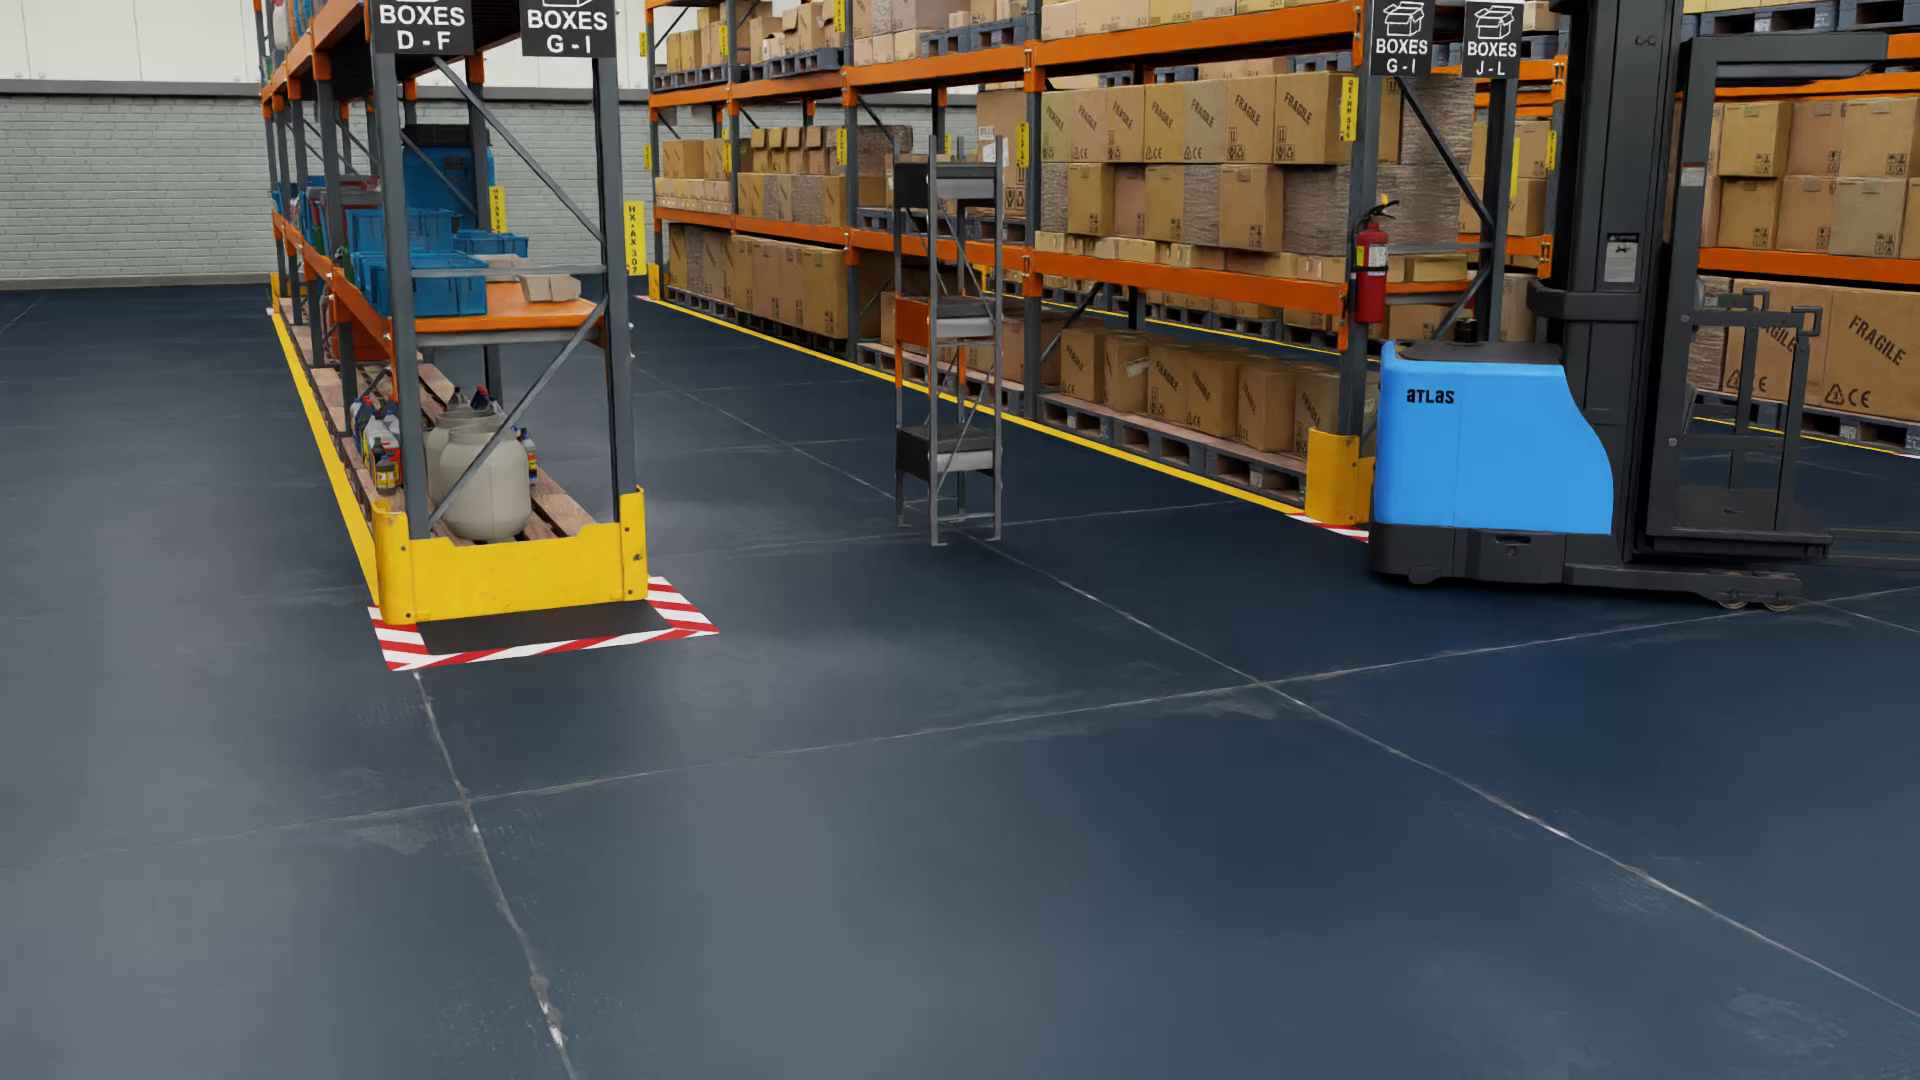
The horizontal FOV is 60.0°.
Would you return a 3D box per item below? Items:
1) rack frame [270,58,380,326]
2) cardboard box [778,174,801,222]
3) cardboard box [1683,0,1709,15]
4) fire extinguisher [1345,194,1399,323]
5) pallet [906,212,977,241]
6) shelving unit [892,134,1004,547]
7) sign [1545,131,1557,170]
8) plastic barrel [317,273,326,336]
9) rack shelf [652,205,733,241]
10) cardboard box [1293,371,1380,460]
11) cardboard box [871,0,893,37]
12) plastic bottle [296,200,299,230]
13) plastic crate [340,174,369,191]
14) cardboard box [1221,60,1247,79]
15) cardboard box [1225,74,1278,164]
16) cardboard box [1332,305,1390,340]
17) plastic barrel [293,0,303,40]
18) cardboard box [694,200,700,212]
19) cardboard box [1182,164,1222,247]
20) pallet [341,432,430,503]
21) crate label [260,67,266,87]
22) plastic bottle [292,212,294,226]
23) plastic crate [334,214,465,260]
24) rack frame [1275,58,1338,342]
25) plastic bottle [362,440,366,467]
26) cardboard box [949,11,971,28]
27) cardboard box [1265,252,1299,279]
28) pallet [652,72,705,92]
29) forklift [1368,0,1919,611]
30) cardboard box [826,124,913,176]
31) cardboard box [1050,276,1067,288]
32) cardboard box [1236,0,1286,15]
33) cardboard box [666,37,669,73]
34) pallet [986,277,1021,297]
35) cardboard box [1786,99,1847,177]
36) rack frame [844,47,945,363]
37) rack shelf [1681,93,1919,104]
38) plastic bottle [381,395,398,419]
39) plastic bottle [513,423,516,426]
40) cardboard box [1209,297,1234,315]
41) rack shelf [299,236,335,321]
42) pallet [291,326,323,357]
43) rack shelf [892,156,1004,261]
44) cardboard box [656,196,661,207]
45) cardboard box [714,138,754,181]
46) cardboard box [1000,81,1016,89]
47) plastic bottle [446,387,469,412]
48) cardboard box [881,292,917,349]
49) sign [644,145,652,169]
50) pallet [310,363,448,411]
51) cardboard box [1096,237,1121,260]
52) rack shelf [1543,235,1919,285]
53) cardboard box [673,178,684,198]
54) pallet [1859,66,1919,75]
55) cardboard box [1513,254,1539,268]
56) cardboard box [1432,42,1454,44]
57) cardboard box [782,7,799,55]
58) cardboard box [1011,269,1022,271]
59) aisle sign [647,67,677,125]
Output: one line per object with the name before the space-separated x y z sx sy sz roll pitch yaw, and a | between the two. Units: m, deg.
rack frame | -6.768 -3.641 17.948 1.000 3.000 0.127 -6 14 -23
cardboard box | -1.660 -3.706 18.007 0.500 0.500 0.500 -5 14 -22
cardboard box | 5.804 -4.139 12.851 0.380 0.149 0.250 -6 14 -24
fire extinguisher | 2.201 -1.506 8.896 0.296 0.674 0.183 -6 14 -23
pallet | 0.203 -2.763 14.581 1.003 0.211 1.213 -6 14 -23
shelving unit | -0.066 -1.057 8.781 0.431 2.100 0.503 -6 14 -23
sign | 5.067 -3.337 14.243 0.100 0.325 0.005 -6 14 -23
plastic barrel | -6.282 -2.563 17.013 0.600 0.901 0.708 -6 14 -23
rack shelf | -3.031 -4.151 21.748 1.077 0.370 4.000 -6 14 -23
cardboard box | 2.343 -0.726 9.968 0.500 0.500 0.500 -3 13 -13
cardboard box | -0.475 -4.790 14.930 0.500 0.500 0.500 -6 14 -23
plastic bottle | -6.304 -3.104 15.890 0.061 0.283 0.133 -6 14 -23
plastic crate | -6.896 -3.908 18.829 0.402 0.464 0.583 -6 14 -23
cardboard box | 3.284 -5.396 18.658 0.500 0.500 0.500 -6 14 -23
cardboard box | 1.925 -2.484 9.850 0.500 0.500 0.500 -6 14 -23
cardboard box | 4.473 -2.483 17.004 1.050 0.750 0.750 -5 14 -22
plastic barrel | -4.490 -4.049 11.949 0.600 0.901 0.708 -6 14 -23
cardboard box | -3.167 -4.265 21.201 0.380 0.149 0.250 -6 14 -24
cardboard box | 1.911 -2.118 10.489 0.875 0.500 0.500 -6 14 -23
pallet | -3.332 -0.487 10.505 1.003 0.211 1.213 -6 14 -23
crate label | -8.297 -5.636 20.248 0.408 0.251 0.502 -6 14 -23
plastic bottle | -6.725 -3.292 16.881 0.097 0.201 0.097 0 13 0
plastic crate | -3.470 -1.838 10.297 0.767 0.338 0.504 -6 14 -23
rack frame | 3.958 -3.689 18.156 1.000 3.000 0.127 -6 14 -23
plastic bottle | -3.453 -0.535 9.760 0.097 0.201 0.097 0 13 0
cardboard box | 0.132 -4.366 14.015 0.380 0.166 0.250 -6 14 -25
cardboard box | 2.027 -1.625 9.798 0.380 0.149 0.250 -6 14 -23
pallet | -3.525 -6.180 22.465 1.003 0.211 1.213 -6 14 -23
forklift | 3.532 -1.238 7.720 3.031 2.935 1.130 3 13 13
cardboard box | -0.905 -3.952 16.845 0.797 0.503 0.637 -5 14 -21
cardboard box | 1.472 -3.595 23.142 0.380 0.149 0.250 -6 14 -23
cardboard box | 1.949 -3.177 9.624 0.500 0.250 0.500 -6 14 -23
cardboard box | -3.574 -6.575 22.600 0.700 0.500 0.500 -7 15 -26
pallet | 1.077 -3.796 24.805 1.003 0.211 1.213 -6 14 -23
cardboard box | 6.645 -2.949 12.230 0.875 0.550 0.550 -6 14 -23
rack frame | -0.627 -3.262 16.310 1.000 3.000 0.127 -6 14 -23
rack shelf | 12.198 -6.130 23.647 1.077 0.370 4.000 -6 14 -23
plastic bottle | -3.488 -0.721 10.230 0.144 0.351 0.185 -6 14 -23
plastic bottle | -2.579 -0.541 9.629 0.097 0.271 0.097 0 13 0
cardboard box | 3.250 -2.896 19.341 0.500 0.500 0.500 -5 14 -21
rack shelf | -4.364 -2.051 12.673 1.077 0.370 4.000 -6 14 -23
pallet | -6.497 -2.119 17.557 1.003 0.211 1.213 -6 14 -23
rack shelf | -0.066 -1.726 8.626 0.431 0.518 0.480 -6 14 -23
cardboard box | -3.992 -4.689 23.034 0.380 0.149 0.250 -5 14 -22
cardboard box | -2.659 -4.596 20.086 0.500 0.500 0.500 -5 14 -21
cardboard box | 0.906 -6.505 24.004 0.500 0.250 0.500 -5 14 -21
plastic bottle | -3.173 -0.792 10.537 0.144 0.351 0.185 -6 14 -23
cardboard box | -0.341 -2.122 15.952 0.700 0.500 0.500 -6 15 -26
sign | -4.343 -5.326 23.134 0.100 0.325 0.005 -6 14 -23
pallet | -4.891 -1.292 13.985 1.003 0.211 1.213 -6 14 -23
cardboard box | 1.171 -2.033 11.559 0.380 0.149 0.250 -6 14 -23
rack shelf | 6.361 -2.099 12.881 1.077 0.370 4.000 -6 14 -23
cardboard box | -3.475 -4.652 21.990 0.500 0.250 0.500 -6 14 -25
pallet | 9.906 -4.837 16.883 1.213 0.211 1.003 -6 14 -23
cardboard box | 7.899 -3.661 21.817 0.875 0.875 0.875 -5 14 -22
cardboard box | 4.453 -4.981 16.131 0.500 0.311 0.500 -6 14 -24
cardboard box | -1.465 -5.398 17.728 0.797 0.503 0.637 -6 14 -24
cardboard box | 0.968 -4.004 24.248 0.380 0.149 0.250 -5 14 -21
aisle sign | -4.136 -6.169 23.106 0.394 0.787 0.004 -6 14 -23
